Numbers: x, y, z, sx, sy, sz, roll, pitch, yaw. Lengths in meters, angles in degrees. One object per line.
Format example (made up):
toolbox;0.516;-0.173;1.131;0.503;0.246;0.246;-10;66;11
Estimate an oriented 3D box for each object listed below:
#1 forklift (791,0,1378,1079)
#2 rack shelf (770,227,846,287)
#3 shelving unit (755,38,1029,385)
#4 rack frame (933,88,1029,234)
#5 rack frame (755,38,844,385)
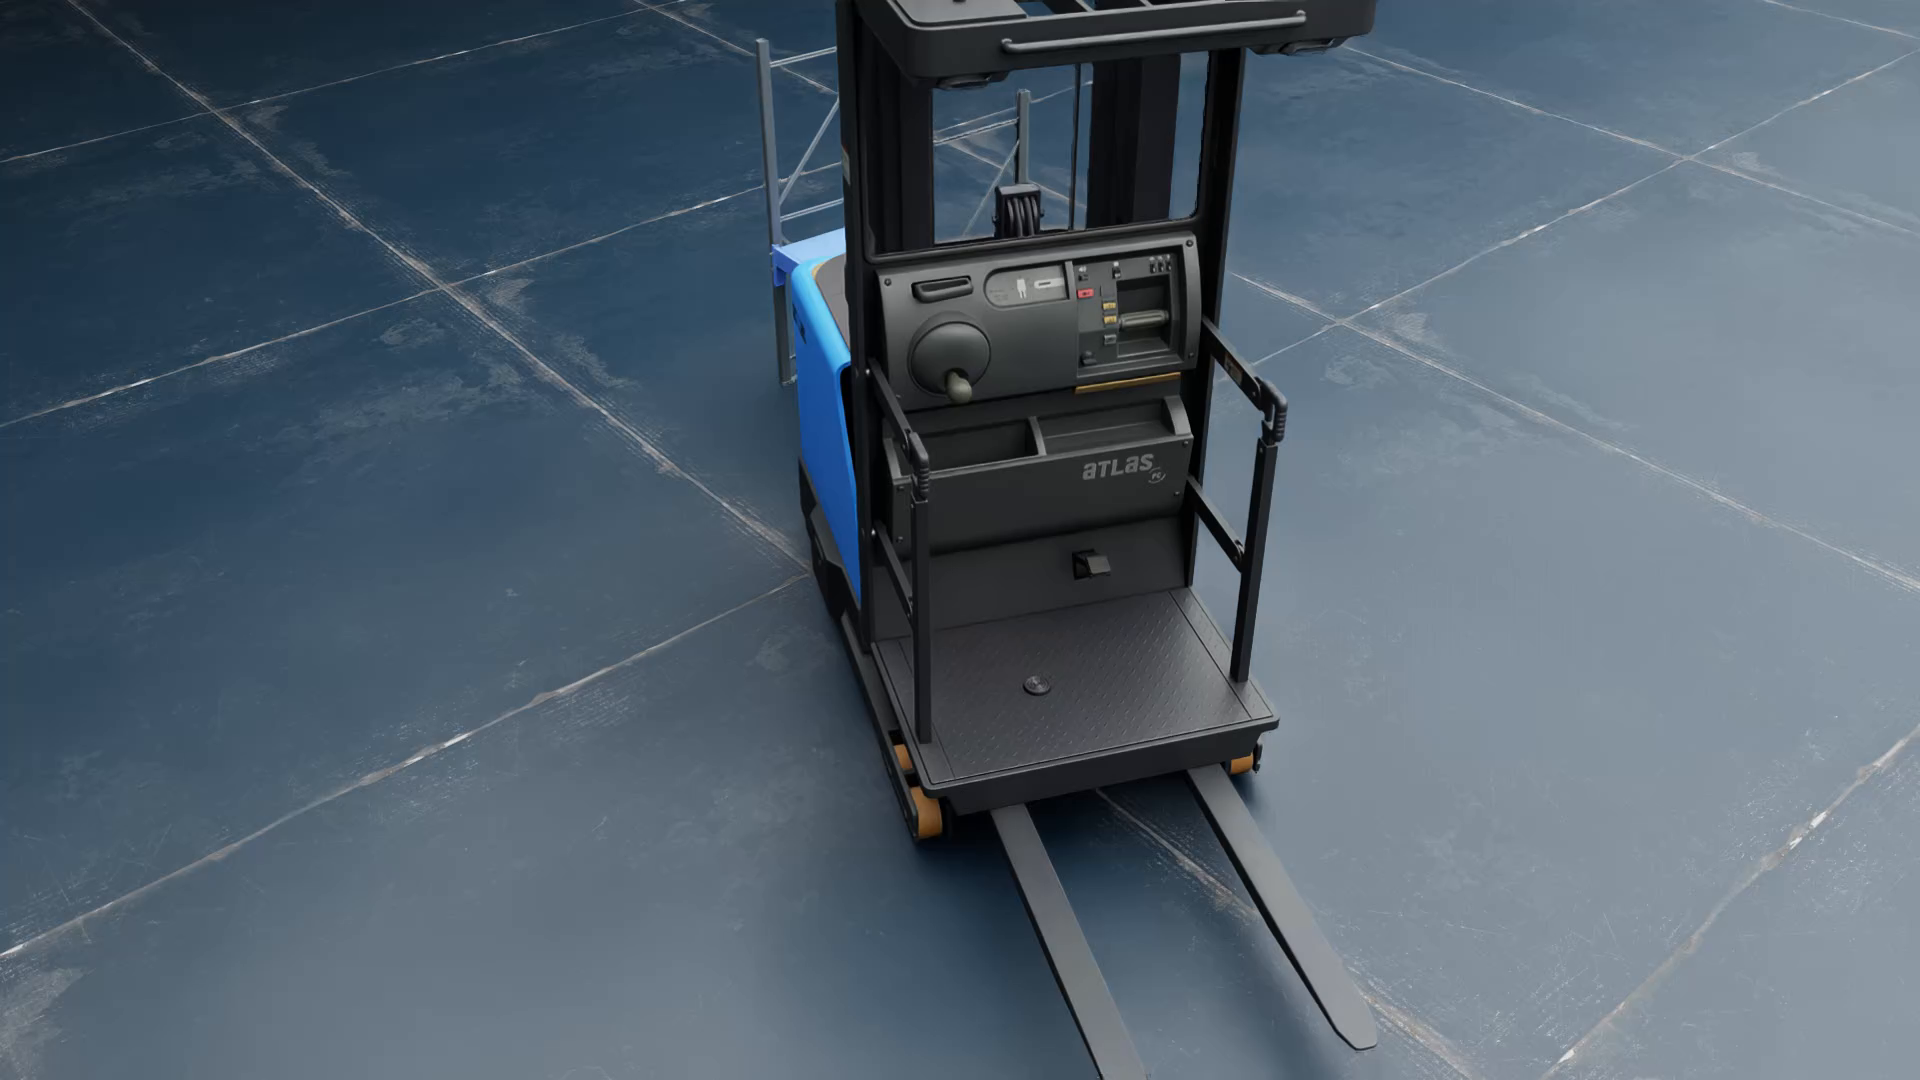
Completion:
forklift;0.295;-0.555;4.498;1.130;2.935;3.031;-9;36;-13
rack shelf;-0.268;-0.995;6.669;0.538;0.185;1.000;-24;42;-30
shelving unit;-0.268;-1.142;6.565;0.538;1.500;1.048;-24;42;-30
rack frame;0.039;-0.908;6.235;0.500;1.500;0.032;-24;42;-30
rack frame;-0.576;-1.376;6.896;0.500;1.500;0.032;-24;42;-30
